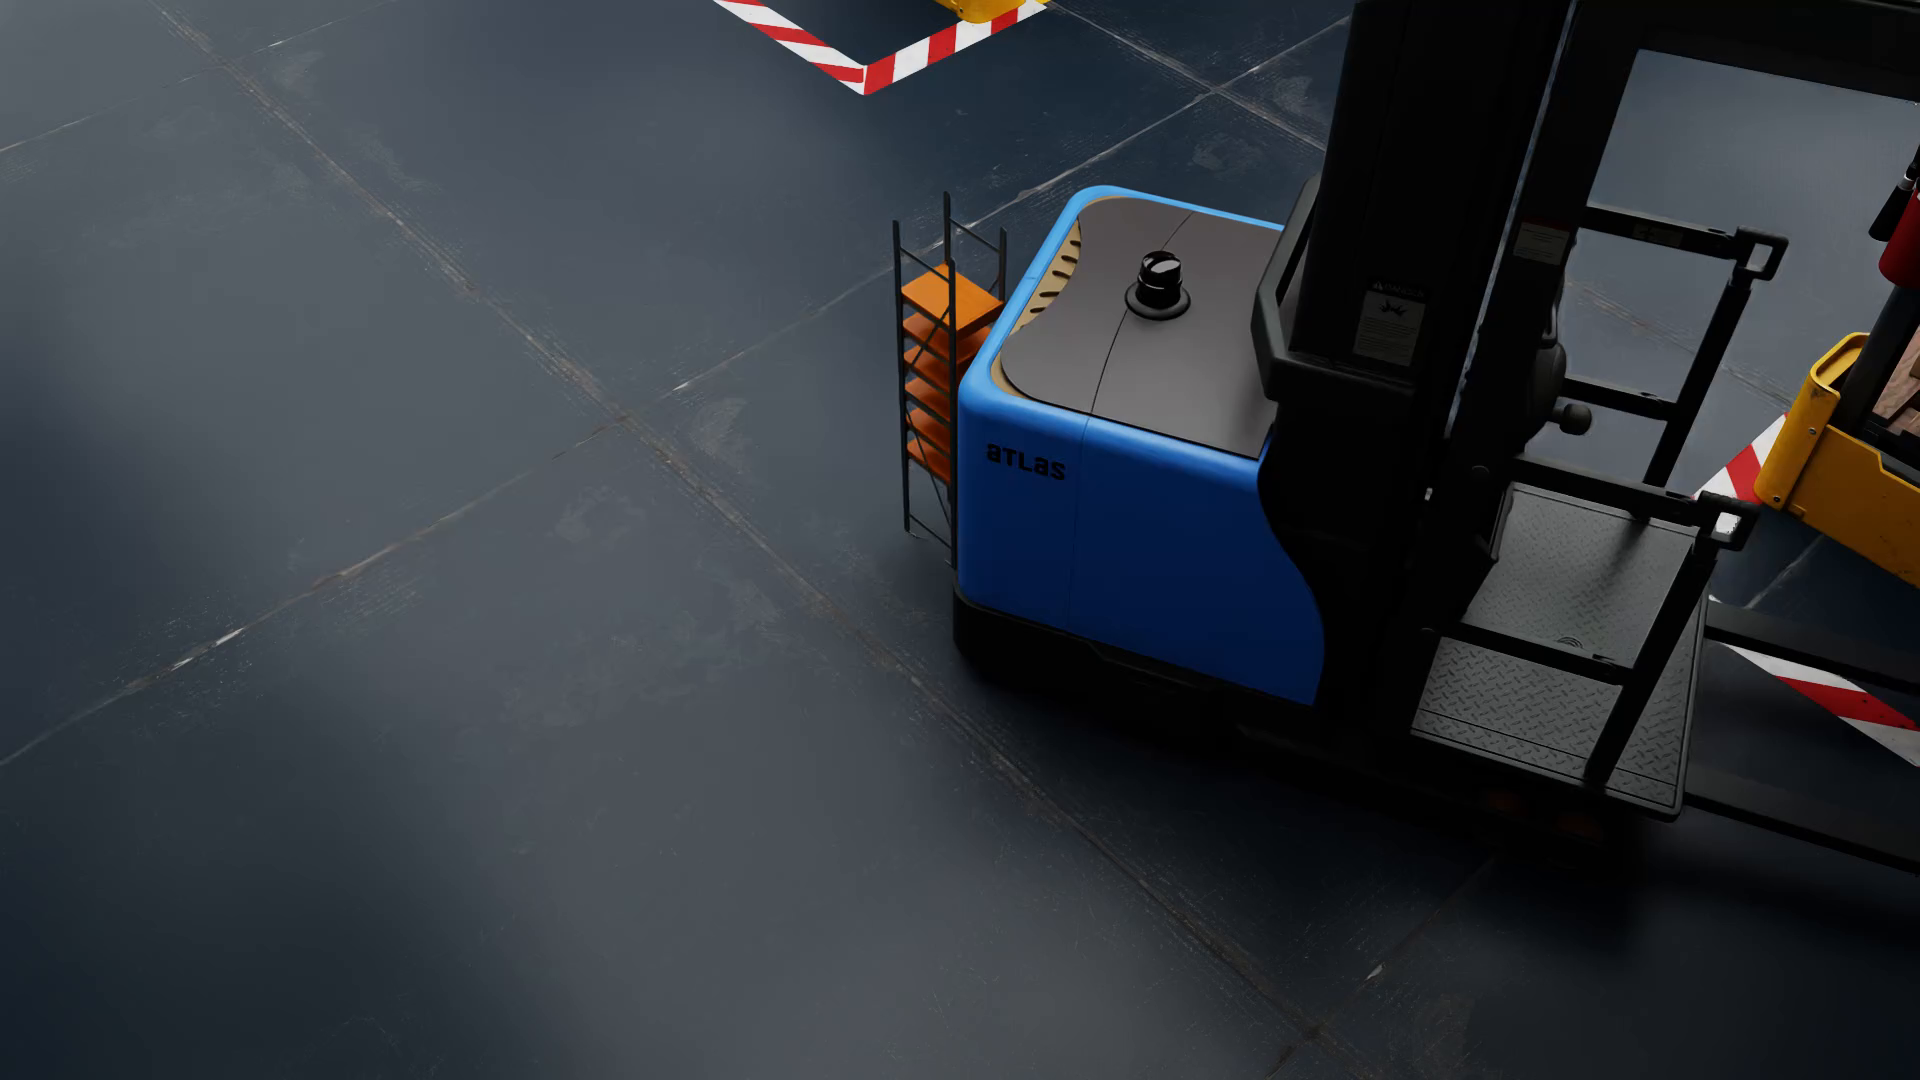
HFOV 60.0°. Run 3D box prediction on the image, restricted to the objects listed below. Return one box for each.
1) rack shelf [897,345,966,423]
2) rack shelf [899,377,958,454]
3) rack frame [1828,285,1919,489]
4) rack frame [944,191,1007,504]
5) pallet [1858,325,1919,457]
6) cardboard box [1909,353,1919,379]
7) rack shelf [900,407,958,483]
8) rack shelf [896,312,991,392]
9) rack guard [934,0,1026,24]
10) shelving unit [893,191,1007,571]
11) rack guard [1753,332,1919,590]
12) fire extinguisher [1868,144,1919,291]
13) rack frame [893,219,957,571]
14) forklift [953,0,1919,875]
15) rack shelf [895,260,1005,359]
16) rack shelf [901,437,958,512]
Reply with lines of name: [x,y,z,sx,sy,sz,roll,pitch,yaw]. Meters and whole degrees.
rack shelf: [-0.027,-0.475,4.769,0.180,0.103,0.258,-34,56,-27]
rack shelf: [-0.027,-0.394,4.857,0.180,0.103,0.258,-34,56,-27]
rack frame: [3.085,-0.954,4.089,0.127,3.000,1.000,-34,56,-27]
rack frame: [0.040,-0.469,4.866,0.006,1.200,0.240,-34,56,-27]
pallet: [3.624,-0.446,5.518,1.213,0.211,1.003,-34,56,-27]
cardboard box: [3.536,-0.649,5.223,0.500,0.500,0.700,-34,56,-27]
rack shelf: [-0.026,-0.312,4.945,0.180,0.103,0.258,-34,56,-27]
rack shelf: [-0.027,-0.557,4.680,0.180,0.103,0.258,-34,56,-27]
rack guard: [-0.194,-2.835,7.526,0.348,0.500,1.175,-34,56,-27]
shelving unit: [-0.027,-0.424,4.824,0.189,1.200,0.258,-34,56,-27]
rack guard: [3.068,-0.094,4.997,0.348,0.500,1.175,-34,56,-27]
fire extinguisher: [2.663,-0.977,4.417,0.183,0.674,0.296,-34,56,-27]
rack frame: [-0.094,-0.378,4.782,0.006,1.200,0.240,-34,56,-27]
forklift: [1.548,-0.563,3.775,3.031,2.935,1.130,16,49,15]
rack shelf: [-0.027,-0.638,4.592,0.180,0.103,0.258,-34,56,-27]
rack shelf: [-0.026,-0.231,5.033,0.180,0.103,0.258,-34,56,-27]
